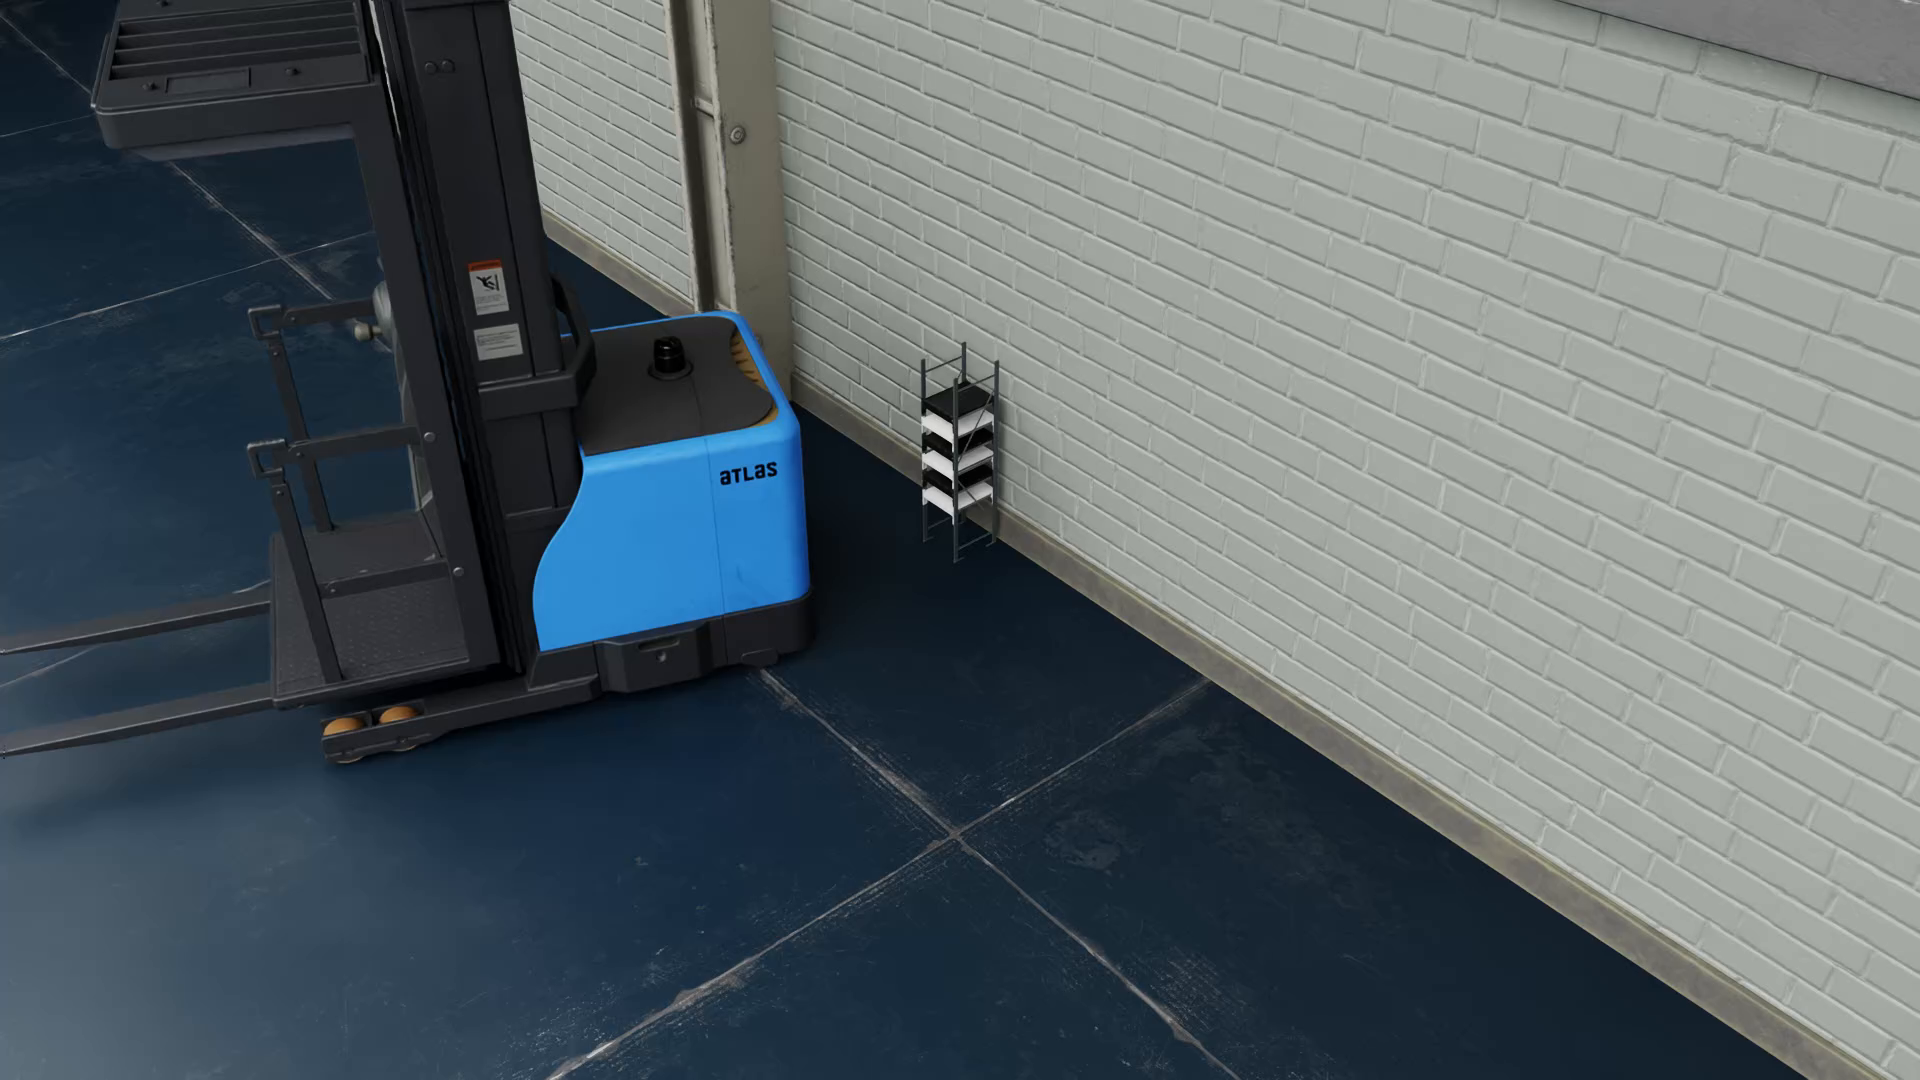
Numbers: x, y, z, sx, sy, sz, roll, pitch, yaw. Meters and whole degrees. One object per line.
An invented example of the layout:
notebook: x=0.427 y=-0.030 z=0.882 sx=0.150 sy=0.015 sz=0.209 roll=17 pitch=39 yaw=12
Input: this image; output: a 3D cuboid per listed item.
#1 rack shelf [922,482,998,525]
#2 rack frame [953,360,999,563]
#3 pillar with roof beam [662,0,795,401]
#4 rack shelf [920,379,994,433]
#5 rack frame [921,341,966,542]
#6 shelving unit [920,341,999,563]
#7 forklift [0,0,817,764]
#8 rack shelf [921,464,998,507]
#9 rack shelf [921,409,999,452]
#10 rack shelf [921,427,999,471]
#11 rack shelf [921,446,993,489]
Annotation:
rack shelf: x=-0.001 y=-0.186 z=7.103 sx=0.258 sy=0.077 sz=0.200 roll=-26 pitch=43 yaw=-32
rack frame: x=0.066 y=-0.315 z=6.916 sx=0.240 sy=0.900 sz=0.006 roll=-26 pitch=43 yaw=-32
pillar with roof beam: x=-4.339 y=-2.804 z=3.423 sx=9.100 sy=9.000 sz=0.400 roll=-26 pitch=43 yaw=-32
rack shelf: x=-0.001 y=-0.553 z=6.842 sx=0.258 sy=0.077 sz=0.200 roll=-26 pitch=43 yaw=-32
rack frame: x=-0.067 y=-0.404 z=7.042 sx=0.240 sy=0.900 sz=0.006 roll=-26 pitch=43 yaw=-32
shelving unit: x=-0.001 y=-0.360 z=6.979 sx=0.258 sy=0.900 sz=0.210 roll=-26 pitch=43 yaw=-32
forklift: x=-2.141 y=-0.724 z=5.736 sx=3.031 sy=2.935 sz=1.130 roll=-11 pitch=37 yaw=-15
rack shelf: x=-0.001 y=-0.259 z=7.051 sx=0.258 sy=0.077 sz=0.200 roll=-26 pitch=43 yaw=-32
rack shelf: x=-0.001 y=-0.479 z=6.894 sx=0.258 sy=0.077 sz=0.200 roll=-26 pitch=43 yaw=-32
rack shelf: x=-0.001 y=-0.406 z=6.947 sx=0.258 sy=0.077 sz=0.200 roll=-26 pitch=43 yaw=-32
rack shelf: x=-0.001 y=-0.332 z=6.999 sx=0.258 sy=0.077 sz=0.200 roll=-26 pitch=43 yaw=-32
